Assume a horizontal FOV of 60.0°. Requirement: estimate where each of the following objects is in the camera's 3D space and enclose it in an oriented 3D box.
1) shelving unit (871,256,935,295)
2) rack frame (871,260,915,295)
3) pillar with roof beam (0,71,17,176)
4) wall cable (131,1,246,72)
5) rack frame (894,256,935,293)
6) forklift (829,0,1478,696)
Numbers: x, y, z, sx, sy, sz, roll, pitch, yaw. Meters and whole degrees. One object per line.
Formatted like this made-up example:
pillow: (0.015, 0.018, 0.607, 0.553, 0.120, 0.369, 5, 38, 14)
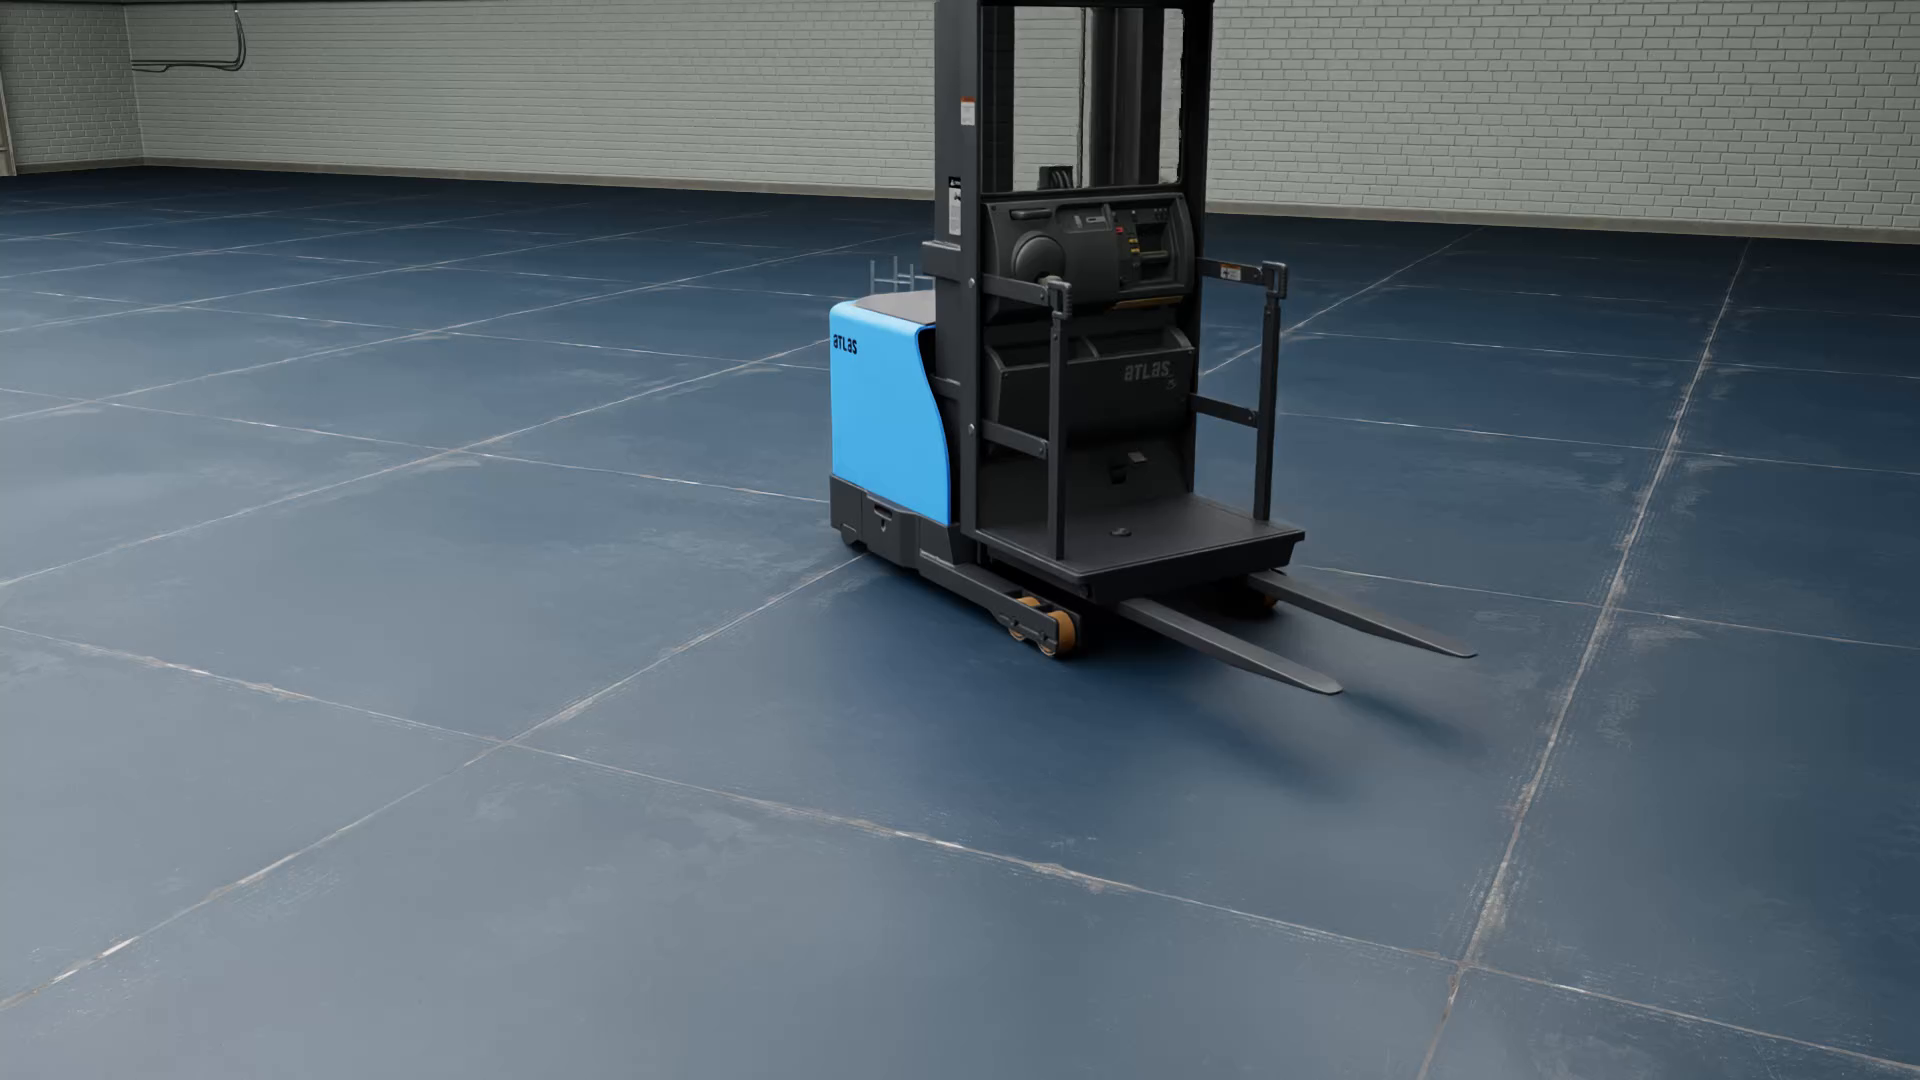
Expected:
shelving unit: (-0.257, -0.710, 7.807, 0.258, 1.200, 0.189, 11, 20, 32)
rack frame: (-0.308, -0.688, 7.733, 0.240, 1.200, 0.006, 11, 20, 32)
pillar with roof beam: (-12.655, -10.029, 25.487, 9.100, 9.000, 0.400, 8, 18, 25)
wall cable: (-14.007, -9.671, 29.733, 3.097, 2.526, 0.112, 8, 18, 25)
rack frame: (-0.207, -0.732, 7.880, 0.240, 1.200, 0.006, 11, 20, 32)
forklift: (0.624, -1.131, 6.184, 1.130, 2.935, 3.031, -10, 19, -31)
